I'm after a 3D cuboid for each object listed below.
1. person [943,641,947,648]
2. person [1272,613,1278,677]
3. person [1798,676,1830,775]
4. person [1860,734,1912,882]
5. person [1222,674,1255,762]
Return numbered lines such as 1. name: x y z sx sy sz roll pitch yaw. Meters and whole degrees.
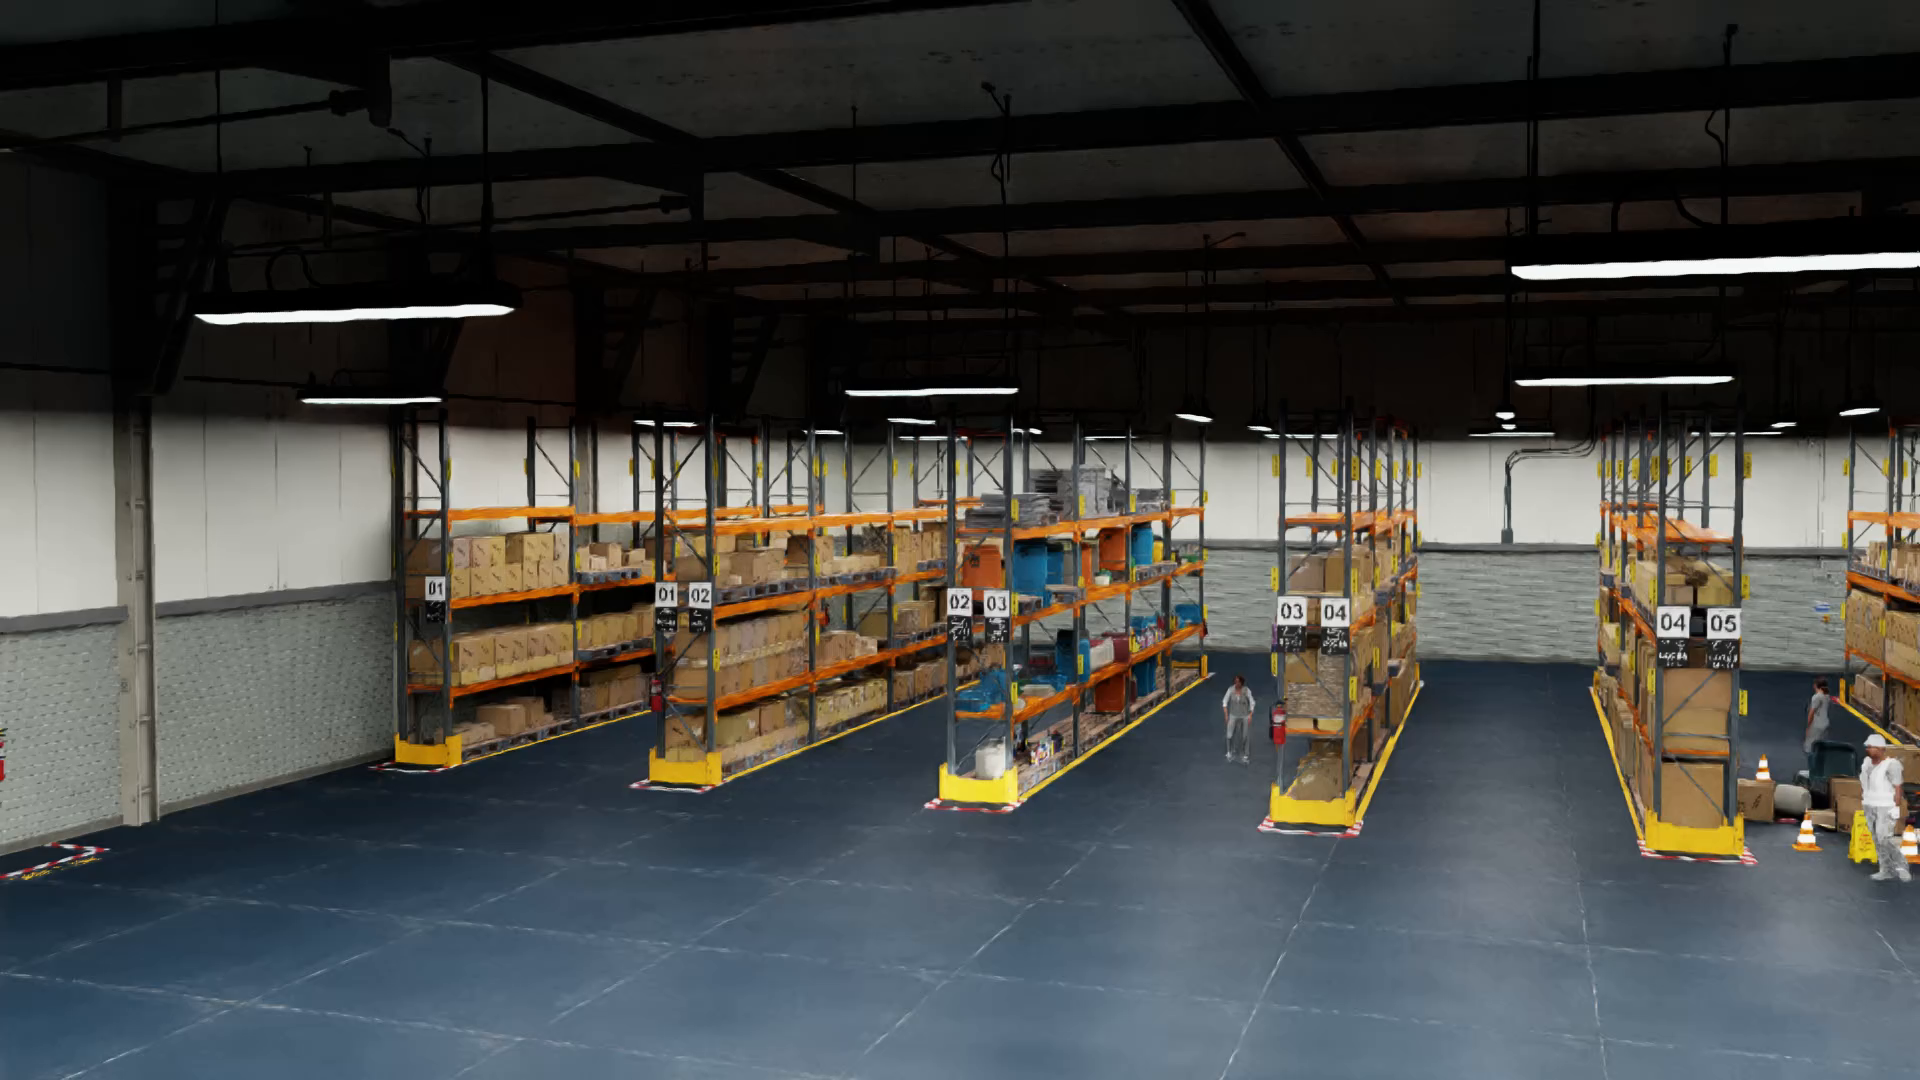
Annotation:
1. person: -0.381 2.318 44.126 0.603 1.590 0.831 1 3 24
2. person: 7.700 2.509 40.005 0.432 1.539 0.947 1 3 18
3. person: 13.743 3.005 26.696 0.554 1.661 0.582 -2 3 -42
4. person: 11.190 3.236 20.129 0.450 1.774 0.695 -1 3 -14
5. person: 4.746 3.023 28.322 0.566 1.541 0.519 1 3 16
